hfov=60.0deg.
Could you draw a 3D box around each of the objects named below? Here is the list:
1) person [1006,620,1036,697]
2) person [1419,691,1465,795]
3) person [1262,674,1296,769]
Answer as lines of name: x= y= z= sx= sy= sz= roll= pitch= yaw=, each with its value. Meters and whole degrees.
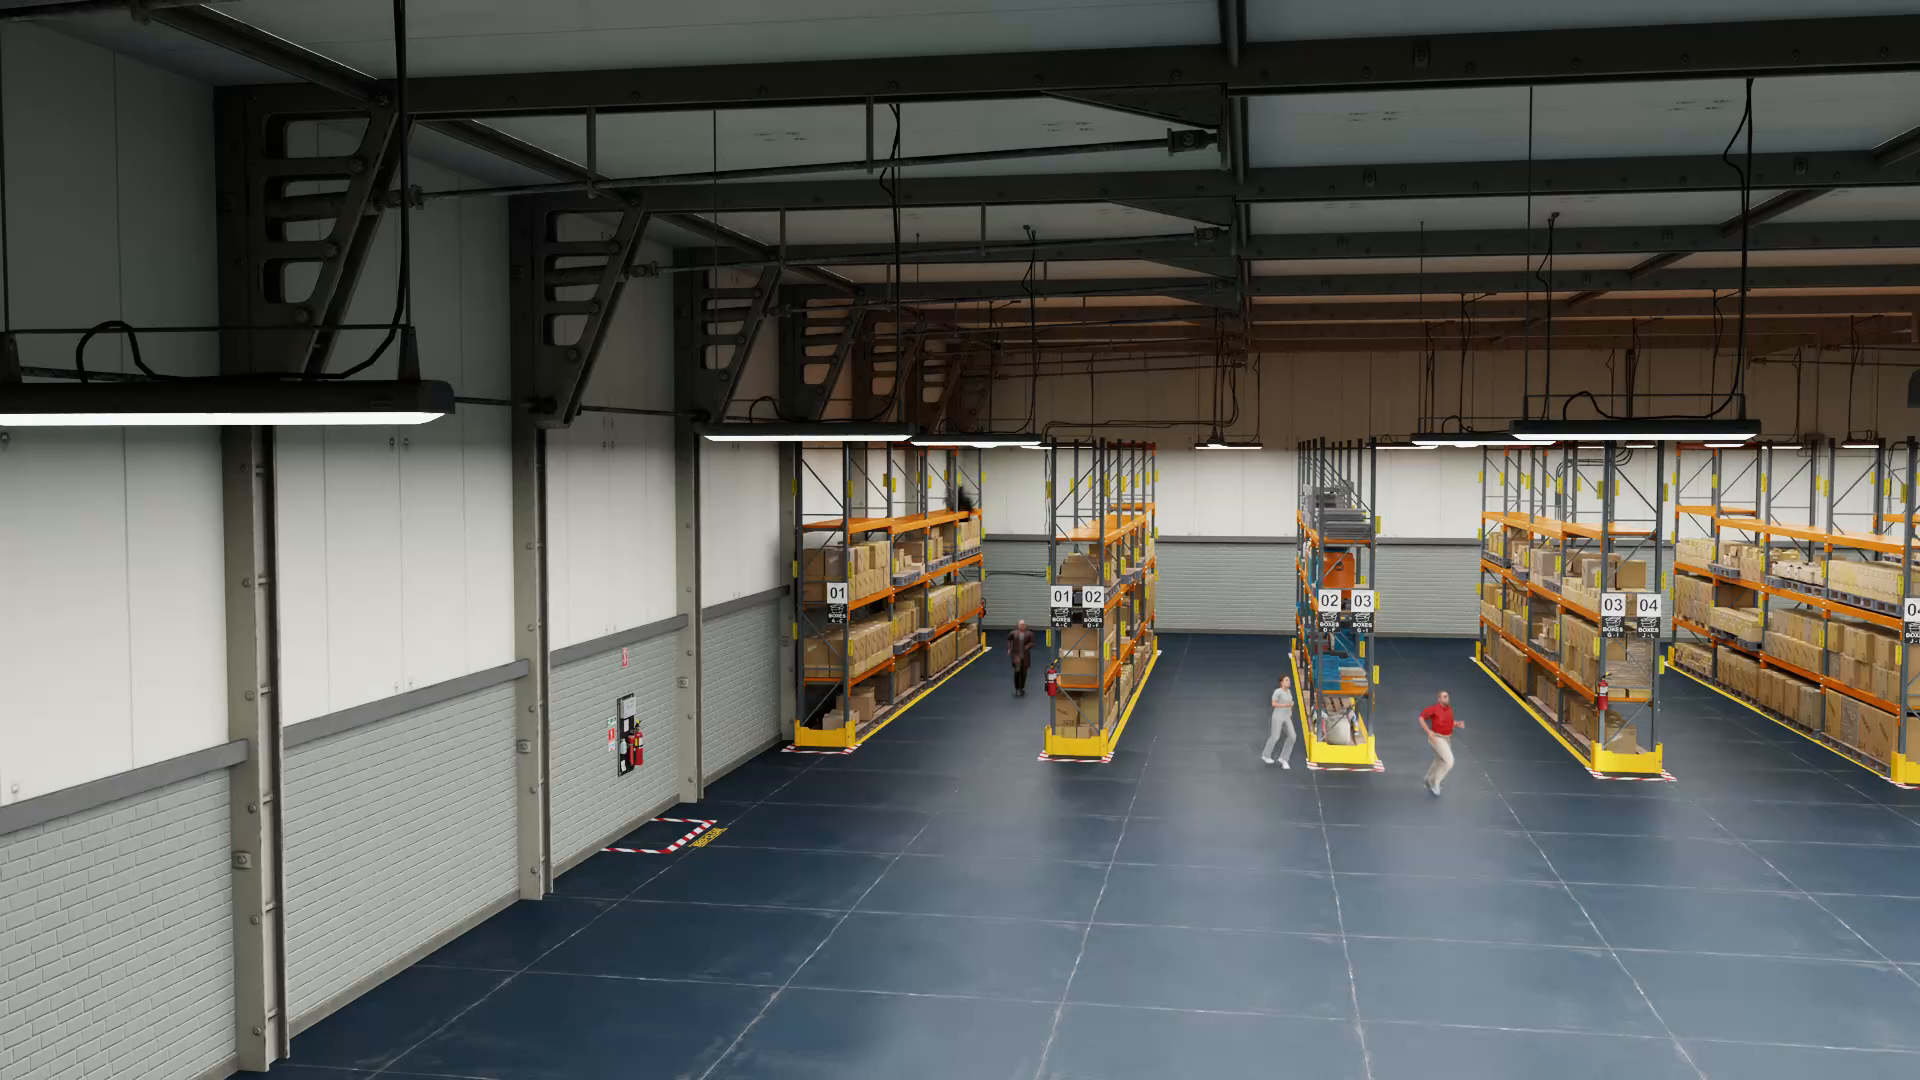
person: x=1.436 y=2.778 z=39.020 sx=0.666 sy=1.820 sz=0.888 roll=0 pitch=3 yaw=-5
person: x=8.113 y=3.406 z=27.917 sx=0.630 sy=1.759 sz=0.715 roll=-3 pitch=4 yaw=-43
person: x=5.859 y=3.297 z=30.269 sx=0.568 sy=1.717 sz=0.734 roll=-2 pitch=3 yaw=-30
